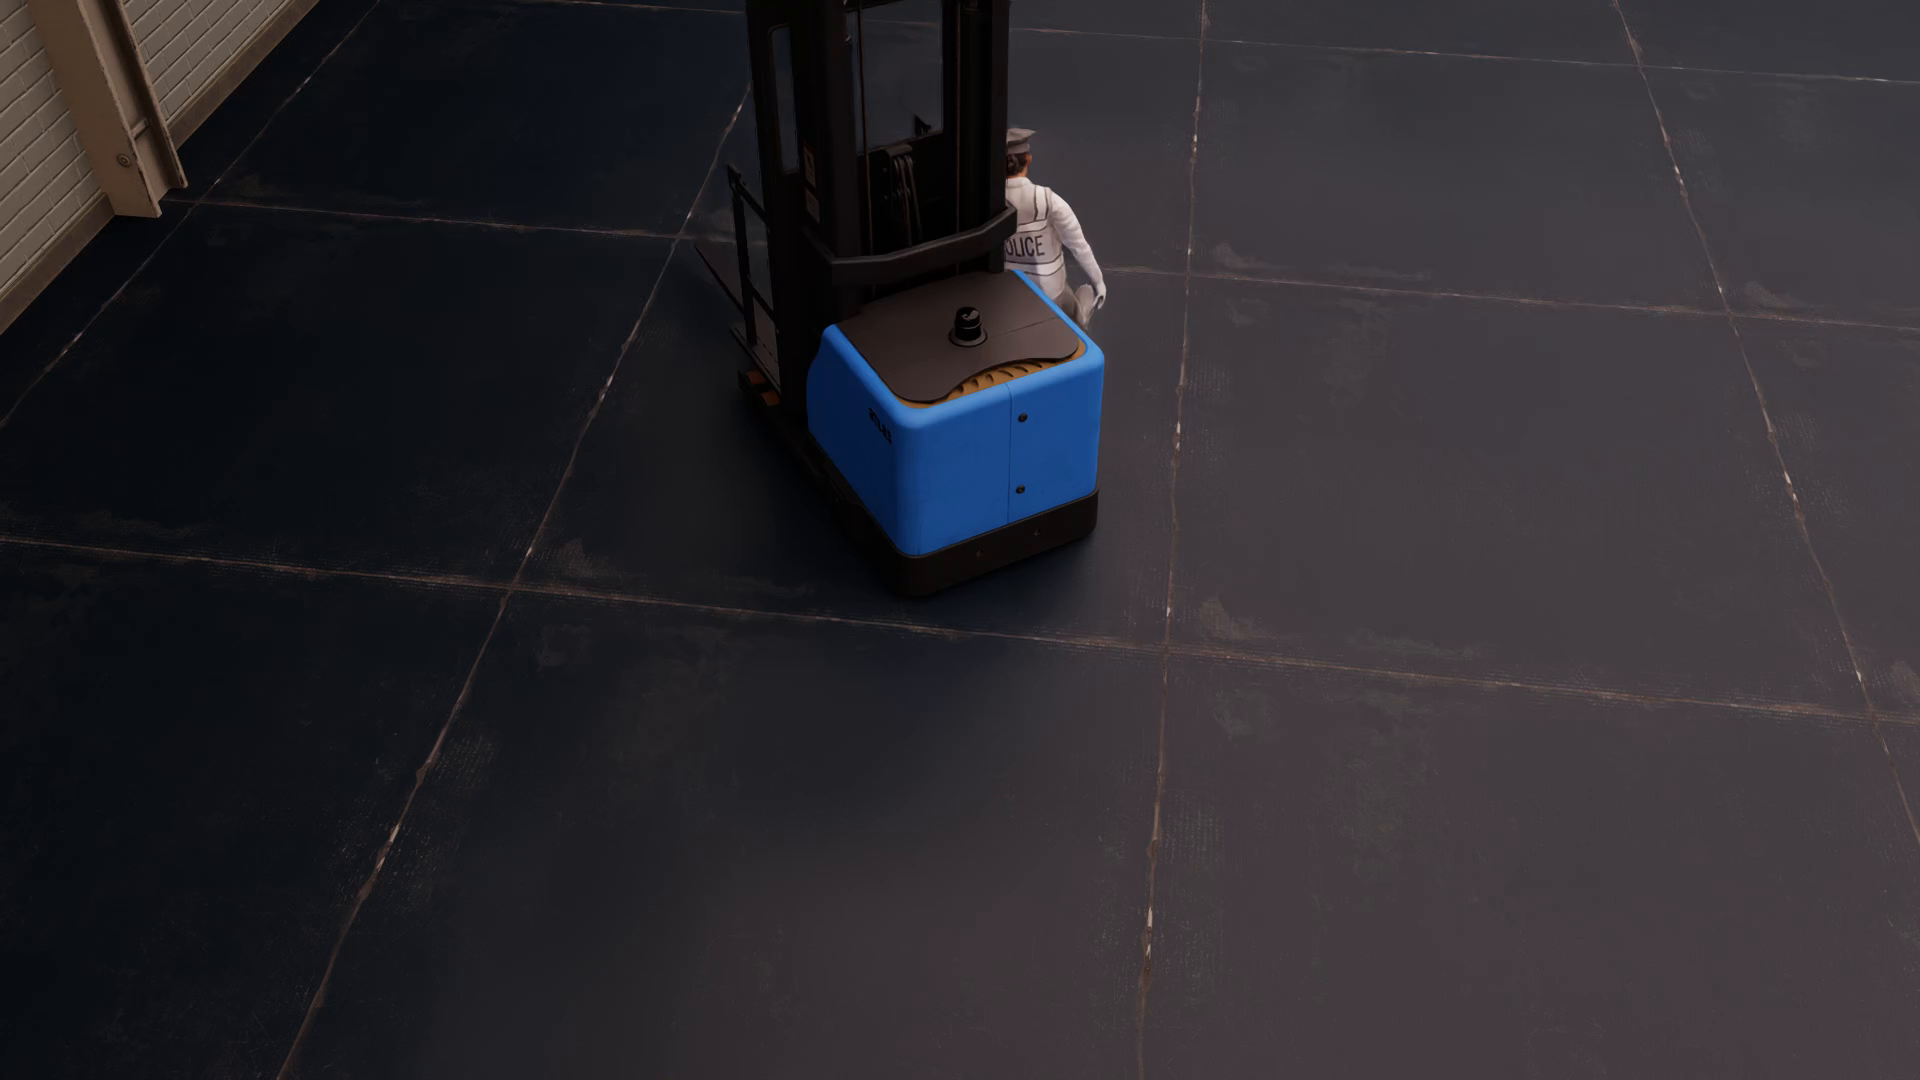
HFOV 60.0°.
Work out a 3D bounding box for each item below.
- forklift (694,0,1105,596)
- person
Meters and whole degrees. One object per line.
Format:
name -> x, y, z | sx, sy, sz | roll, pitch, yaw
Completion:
forklift -> -0.494, -1.816, 7.701 | 1.130, 2.935, 3.031 | -20, 46, -20
person -> 0.336, -1.465, 8.327 | 0.904, 1.439, 1.045 | 13, 44, 14
